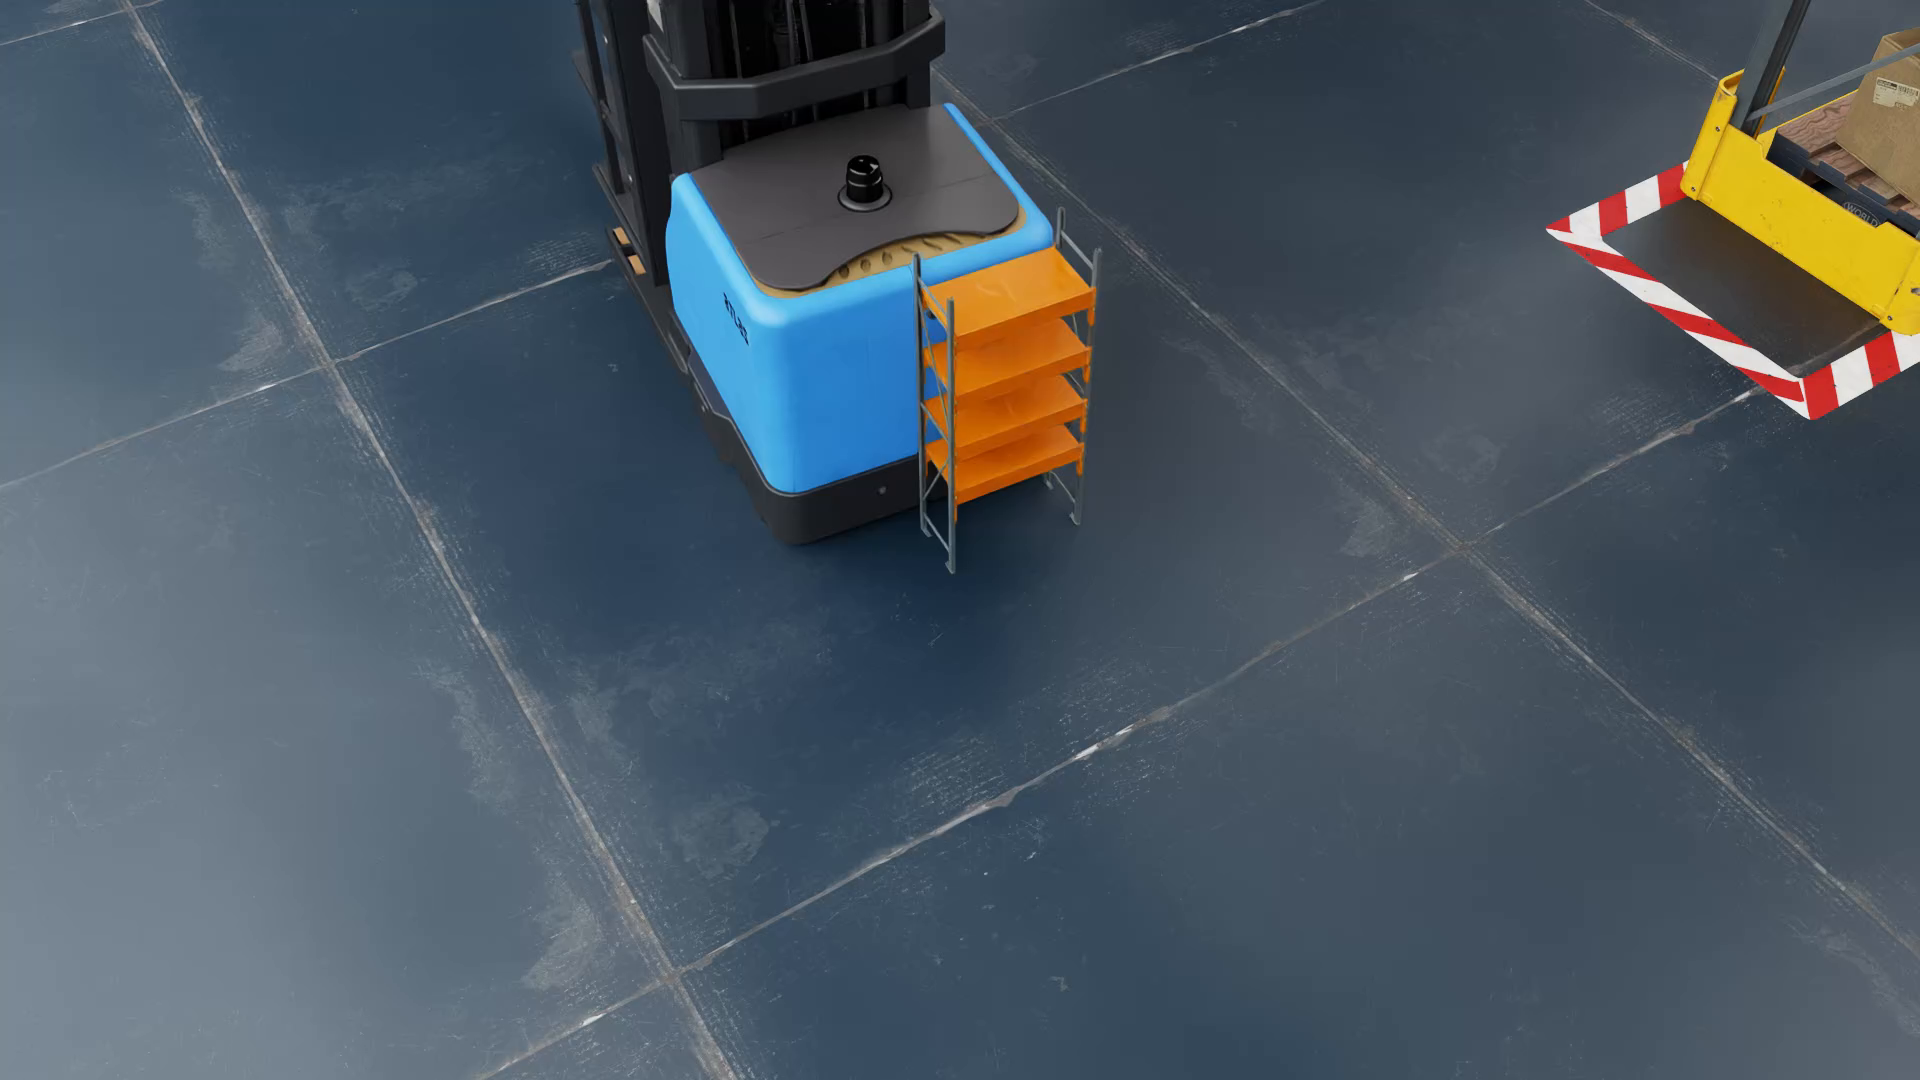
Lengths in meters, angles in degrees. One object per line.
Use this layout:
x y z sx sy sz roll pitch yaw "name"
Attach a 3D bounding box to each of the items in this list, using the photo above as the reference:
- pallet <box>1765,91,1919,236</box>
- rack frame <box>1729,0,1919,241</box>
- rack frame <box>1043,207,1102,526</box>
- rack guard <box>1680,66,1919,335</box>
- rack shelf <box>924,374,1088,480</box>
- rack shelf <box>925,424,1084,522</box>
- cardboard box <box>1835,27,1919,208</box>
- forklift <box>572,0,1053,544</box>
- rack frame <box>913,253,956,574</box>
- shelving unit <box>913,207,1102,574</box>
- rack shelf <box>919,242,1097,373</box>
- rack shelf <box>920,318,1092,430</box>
4.206 -1.585 7.020 1.213 0.211 1.003 -25 53 -21 "pallet"
3.436 -2.181 5.683 0.127 3.000 1.000 -25 53 -21 "rack frame"
0.358 -0.531 5.419 0.015 1.200 0.240 -21 52 -18 "rack frame"
3.501 -1.380 6.644 0.348 0.500 1.175 -25 53 -21 "rack guard"
0.141 -0.403 5.395 0.480 0.148 0.258 -21 52 -18 "rack shelf"
0.141 -0.271 5.544 0.480 0.148 0.258 -21 52 -18 "rack shelf"
3.973 -1.727 6.672 0.500 0.500 0.500 -16 50 -14 "cardboard box"
-0.773 -2.076 5.636 1.130 2.935 3.031 -19 51 -16 "forklift"
-0.076 -0.365 5.271 0.015 1.200 0.240 -21 52 -18 "rack frame"
0.141 -0.448 5.345 0.503 1.200 0.258 -21 52 -18 "shelving unit"
0.141 -0.709 5.052 0.480 0.148 0.258 -21 52 -18 "rack shelf"
0.141 -0.552 5.228 0.480 0.148 0.258 -21 52 -18 "rack shelf"
